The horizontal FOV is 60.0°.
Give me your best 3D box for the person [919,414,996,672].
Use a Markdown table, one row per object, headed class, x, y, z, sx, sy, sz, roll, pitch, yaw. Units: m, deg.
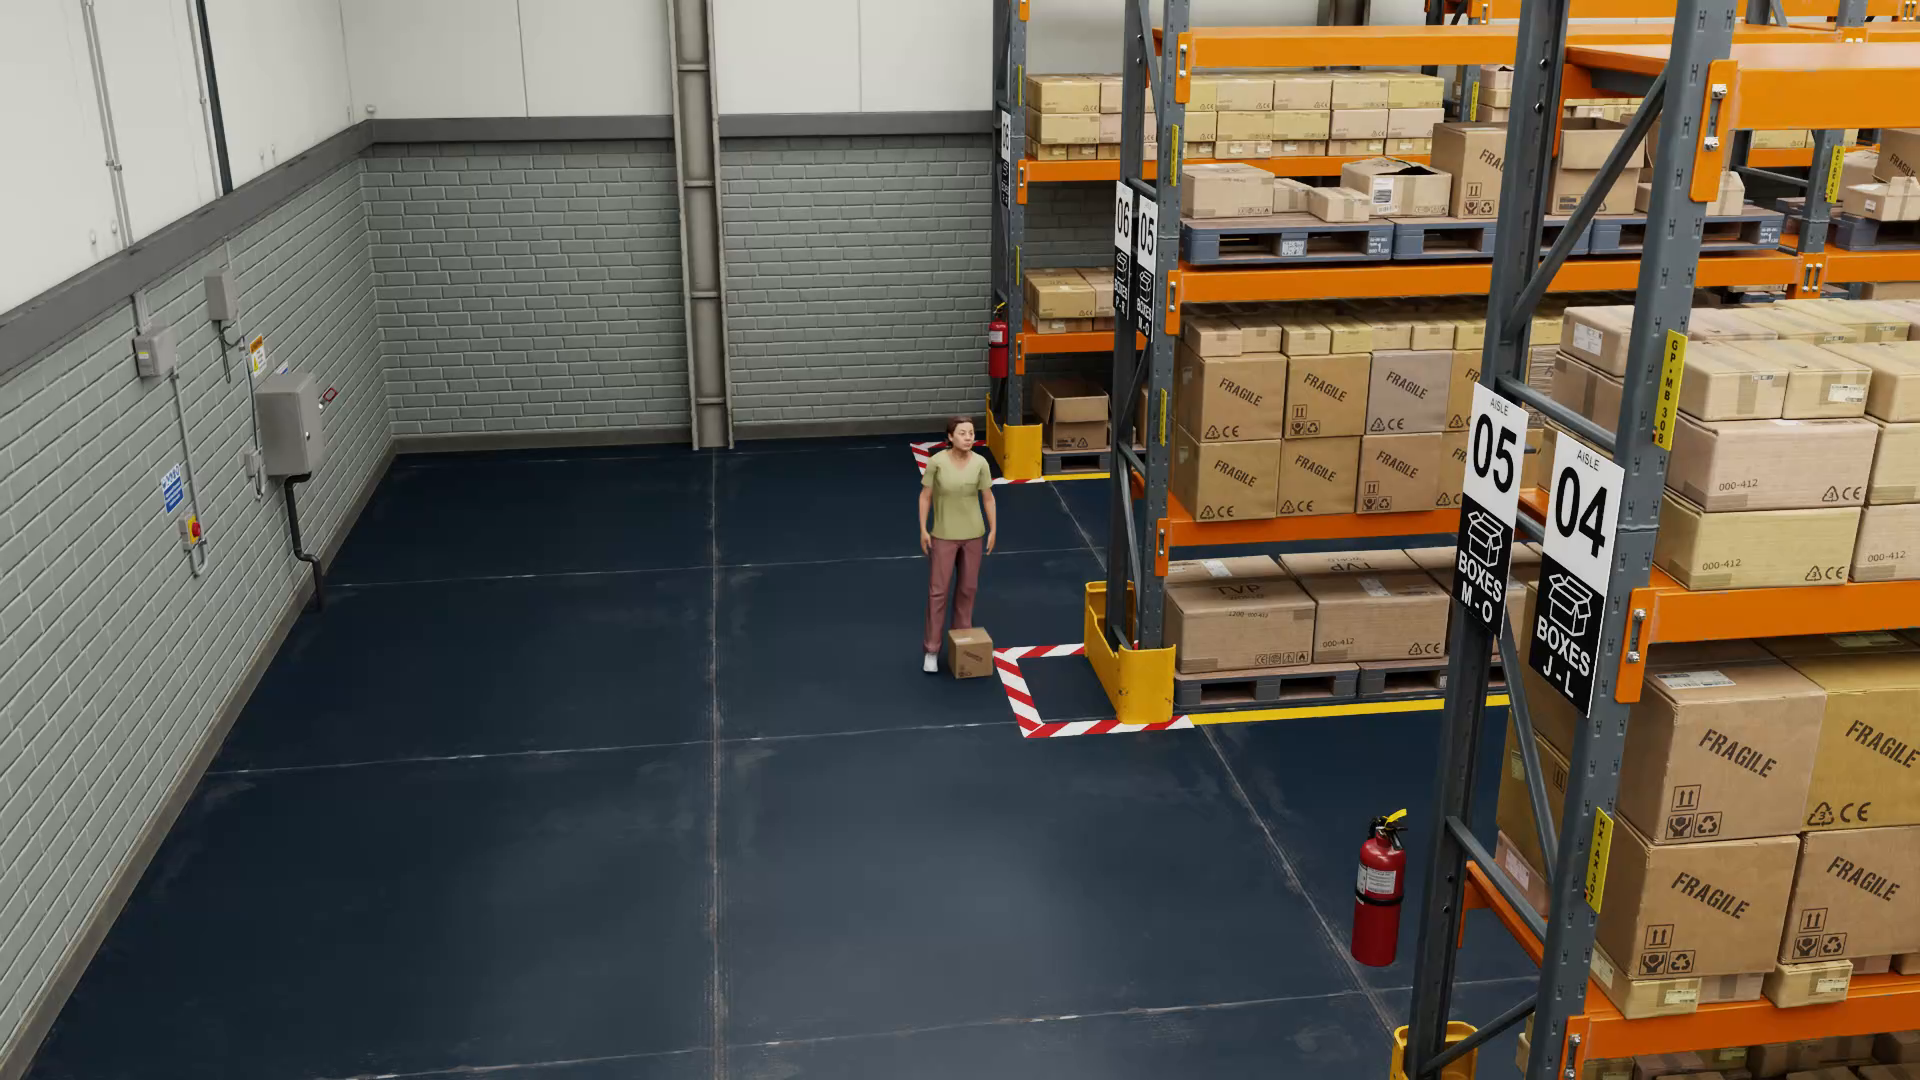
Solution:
| class | x | y | z | sx | sy | sz | roll | pitch | yaw |
| --- | --- | --- | --- | --- | --- | --- | --- | --- | --- |
| person | -0.010 | 0.005 | 11.036 | 0.550 | 1.674 | 0.549 | -4 | 20 | -10 |
